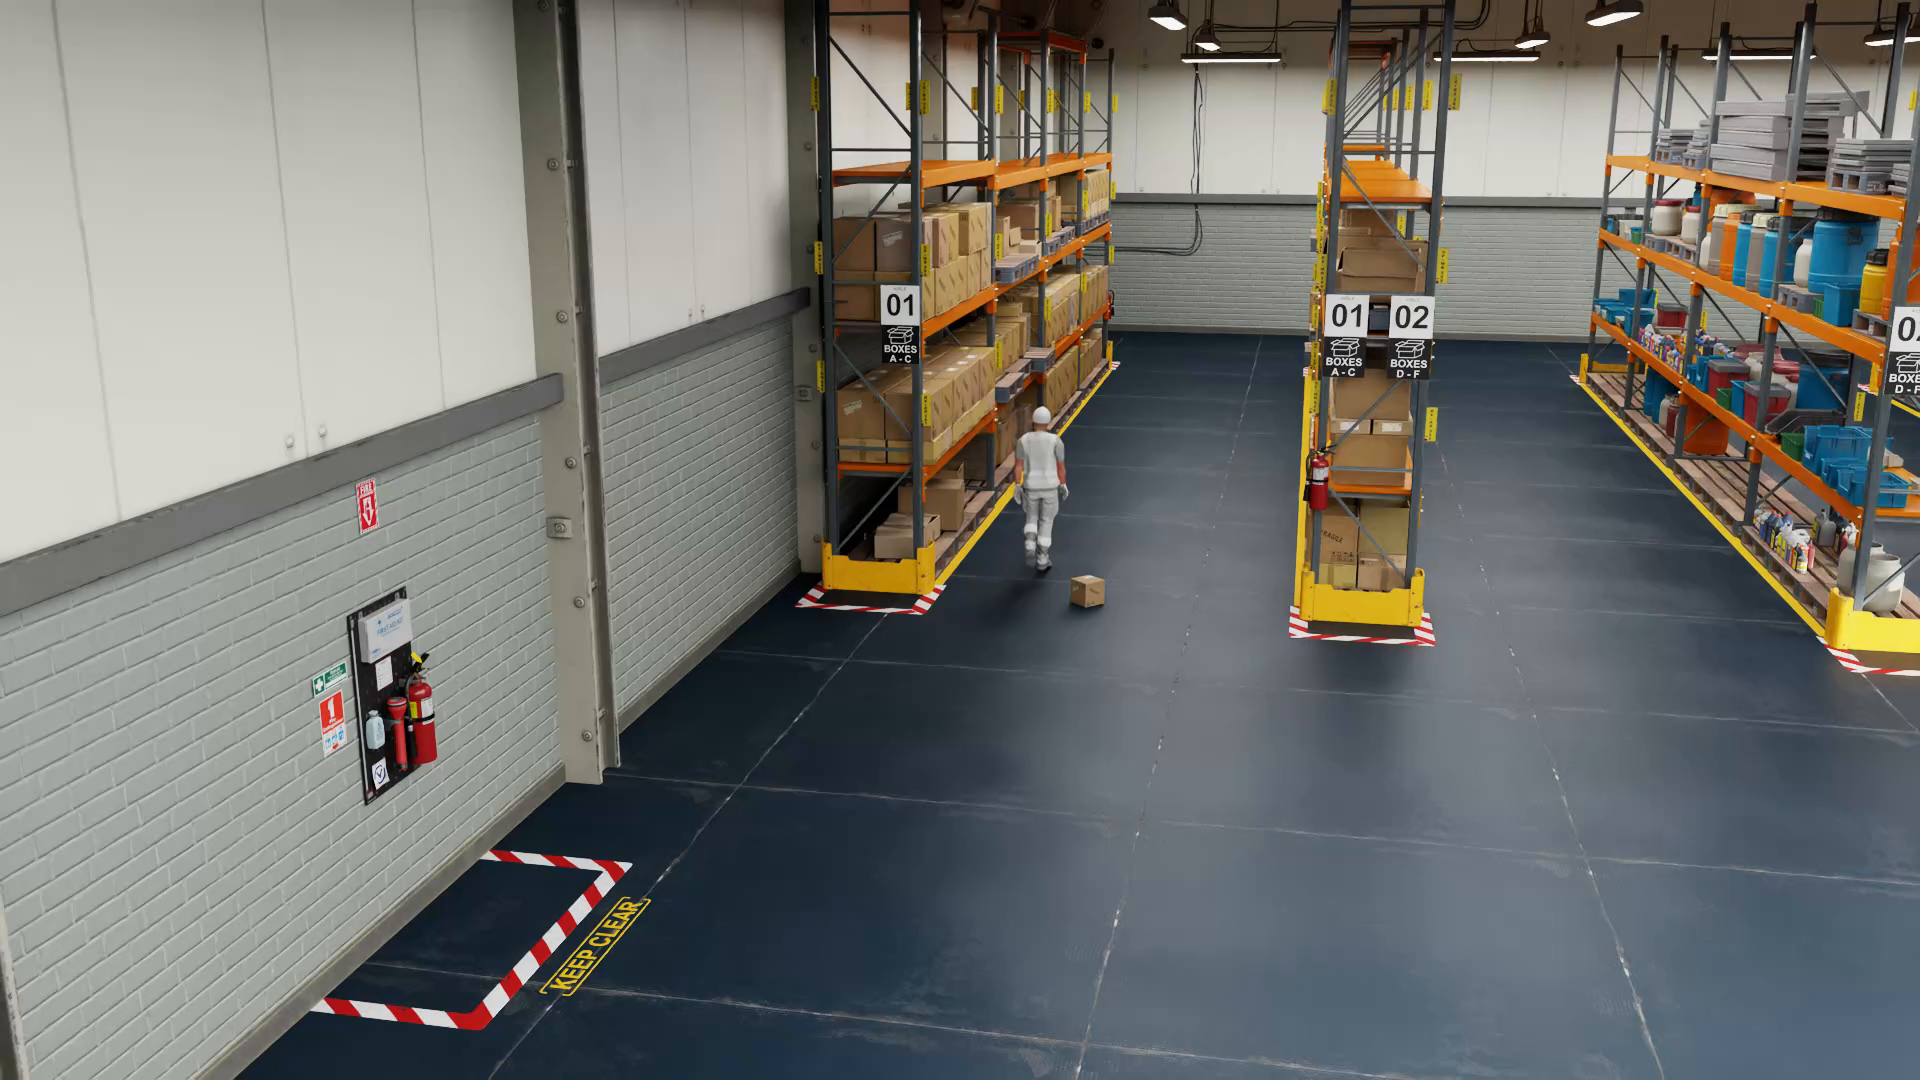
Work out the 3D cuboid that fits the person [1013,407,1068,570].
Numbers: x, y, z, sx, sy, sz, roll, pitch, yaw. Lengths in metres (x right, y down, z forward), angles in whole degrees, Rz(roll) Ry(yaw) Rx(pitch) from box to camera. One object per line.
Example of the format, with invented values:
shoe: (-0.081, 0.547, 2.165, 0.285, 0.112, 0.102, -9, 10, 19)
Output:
person: (0.881, -0.565, 18.053, 0.570, 1.795, 0.462, 4, 15, 14)
